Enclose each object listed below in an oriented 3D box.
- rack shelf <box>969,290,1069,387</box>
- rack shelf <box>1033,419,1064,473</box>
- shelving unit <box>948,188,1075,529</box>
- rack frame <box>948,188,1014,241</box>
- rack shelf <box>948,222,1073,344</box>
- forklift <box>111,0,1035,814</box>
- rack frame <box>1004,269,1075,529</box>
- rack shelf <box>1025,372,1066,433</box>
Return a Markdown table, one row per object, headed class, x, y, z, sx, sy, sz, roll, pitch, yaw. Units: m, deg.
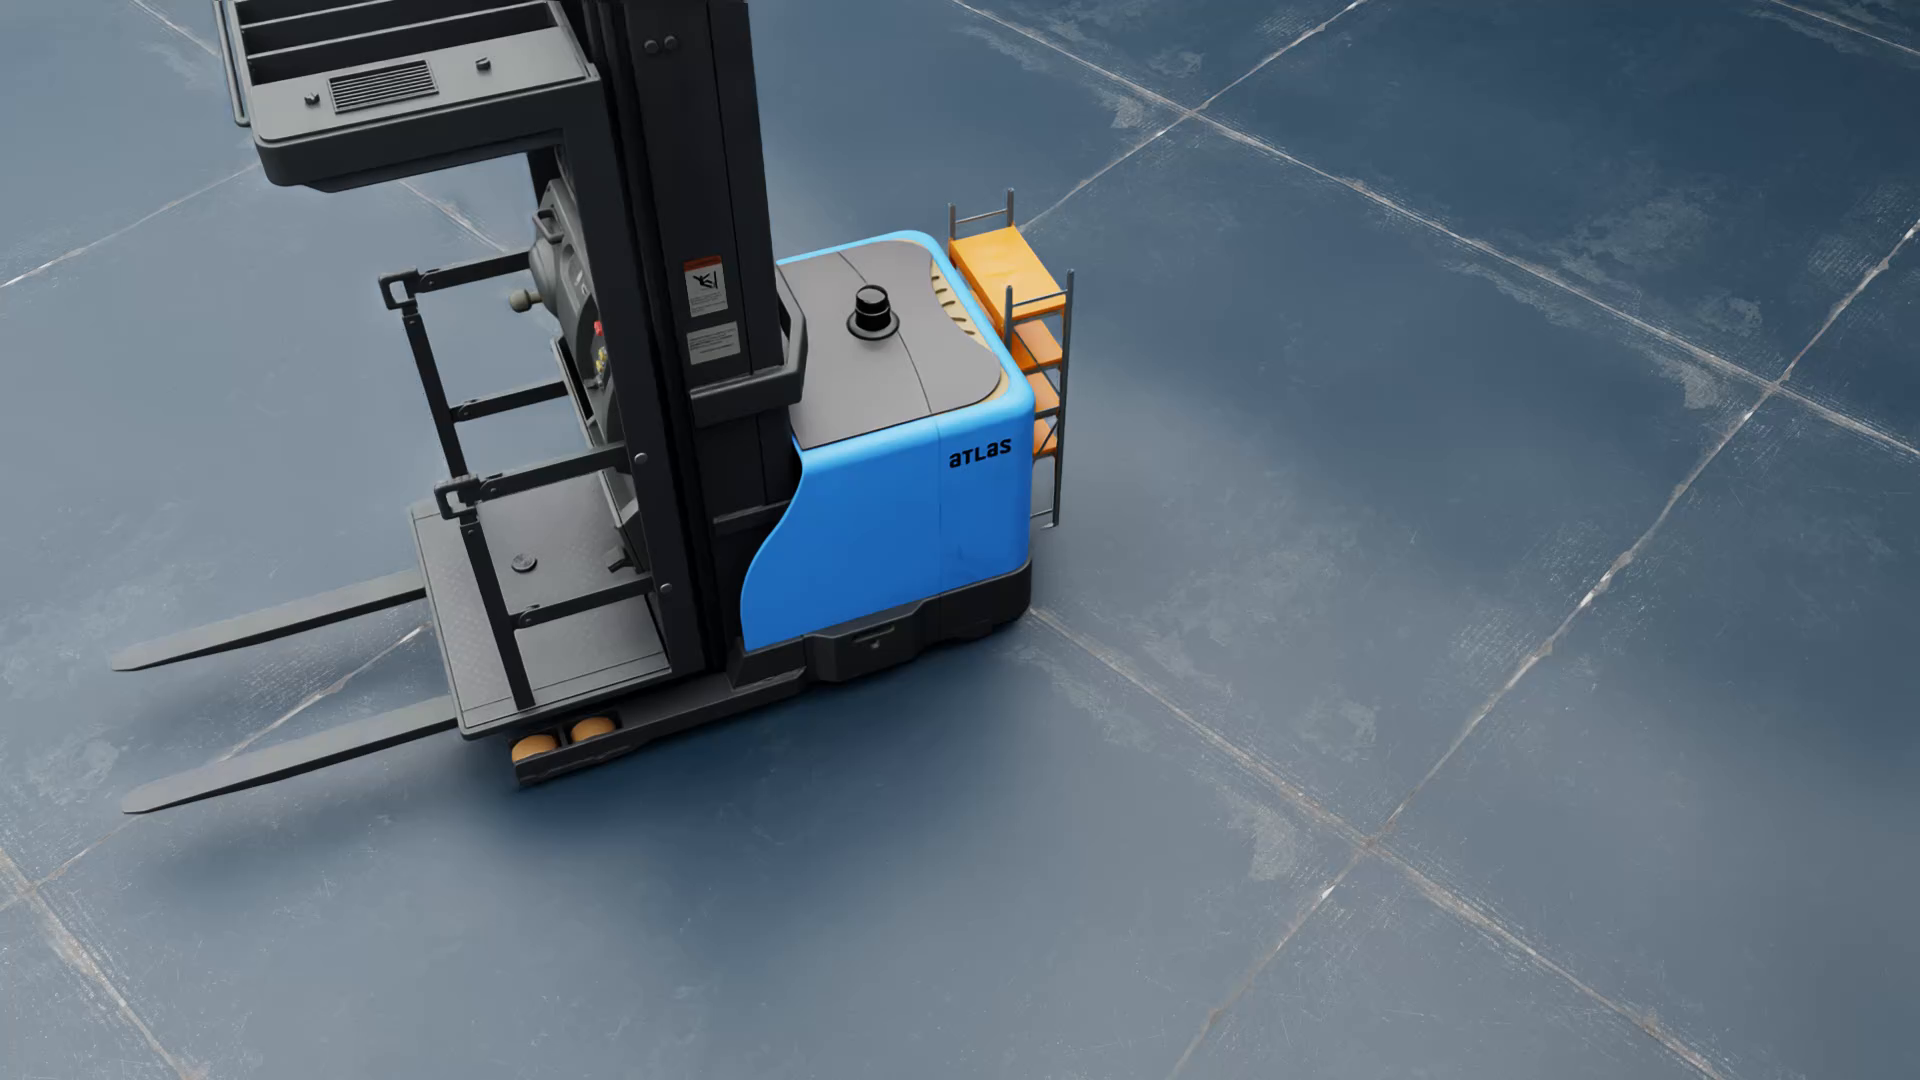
| class | x | y | z | sx | sy | sz | roll | pitch | yaw |
| --- | --- | --- | --- | --- | --- | --- | --- | --- | --- |
| rack shelf | 0.167 | -0.710 | 5.879 | 0.258 | 0.148 | 0.480 | -17 | 49 | -15 |
| rack shelf | 0.167 | -0.421 | 6.187 | 0.258 | 0.148 | 0.480 | -17 | 49 | -15 |
| shelving unit | 0.167 | -0.603 | 5.993 | 0.258 | 1.200 | 0.503 | -17 | 49 | -15 |
| rack frame | 0.074 | -0.767 | 6.147 | 0.240 | 1.200 | 0.015 | -17 | 49 | -15 |
| rack shelf | 0.167 | -0.872 | 5.706 | 0.258 | 0.148 | 0.480 | -17 | 49 | -15 |
| forklift | -1.316 | -0.643 | 4.843 | 3.031 | 2.935 | 1.130 | -16 | 49 | -15 |
| rack frame | 0.261 | -0.438 | 5.839 | 0.240 | 1.200 | 0.015 | -17 | 49 | -15 |
| rack shelf | 0.167 | -0.557 | 6.042 | 0.258 | 0.148 | 0.480 | -17 | 49 | -15 |
